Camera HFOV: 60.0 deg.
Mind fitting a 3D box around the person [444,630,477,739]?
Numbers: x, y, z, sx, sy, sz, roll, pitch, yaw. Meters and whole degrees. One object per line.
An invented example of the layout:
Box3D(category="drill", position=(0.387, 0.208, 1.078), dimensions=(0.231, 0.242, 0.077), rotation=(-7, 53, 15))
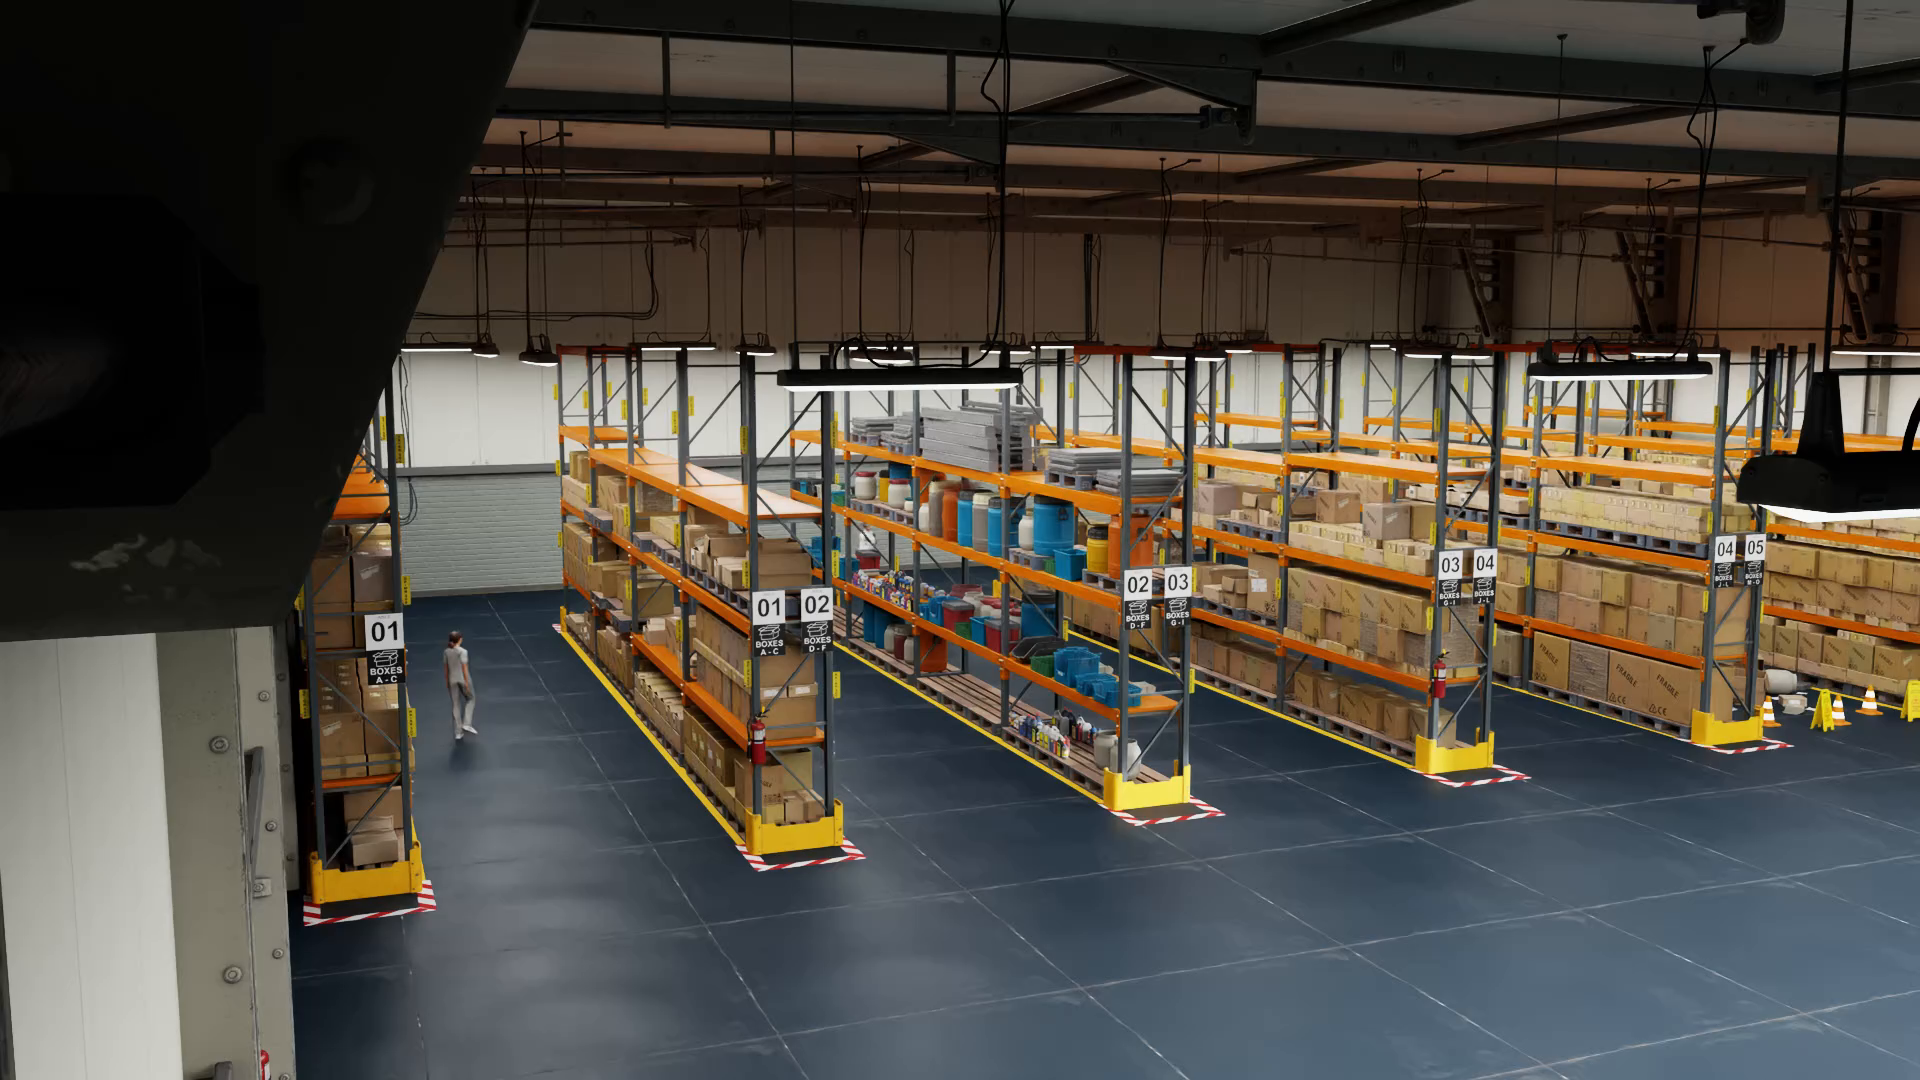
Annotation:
Box3D(category="person", position=(-7.778, 2.229, 25.784), dimensions=(0.468, 1.658, 0.517), rotation=(-1, 7, -5))

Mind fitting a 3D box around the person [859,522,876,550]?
Box3D(category="person", position=(-2.354, 0.312, 40.887), dimensions=(0.823, 1.641, 0.470), rotation=(3, 8, 20))
